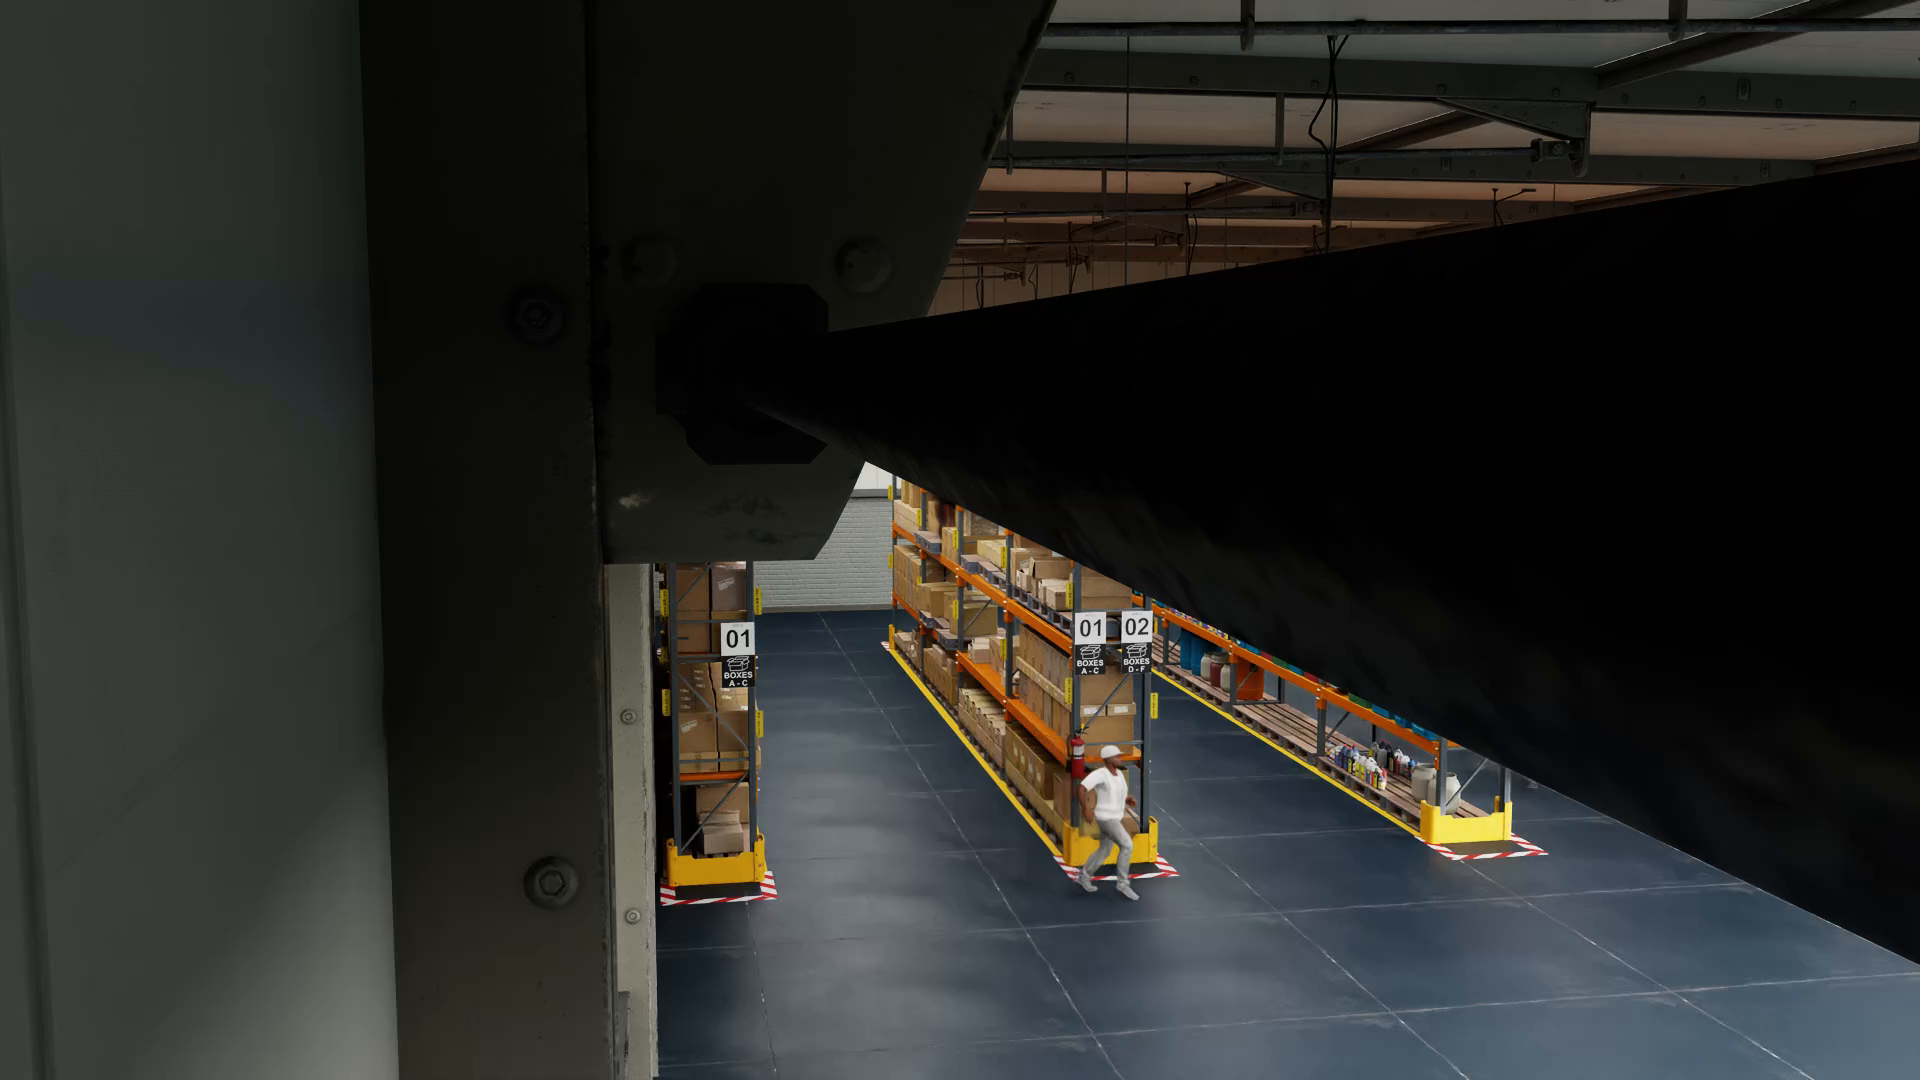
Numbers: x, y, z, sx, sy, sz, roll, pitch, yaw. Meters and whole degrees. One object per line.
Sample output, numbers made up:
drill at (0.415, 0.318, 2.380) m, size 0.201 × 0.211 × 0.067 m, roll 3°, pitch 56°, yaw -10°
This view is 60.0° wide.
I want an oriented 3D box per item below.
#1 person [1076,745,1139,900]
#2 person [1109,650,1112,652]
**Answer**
person at (1.814, 3.317, 19.755) m, size 0.805 × 1.749 × 0.713 m, roll 3°, pitch 7°, yaw 25°
person at (2.576, 2.222, 30.285) m, size 0.518 × 1.695 × 0.887 m, roll -2°, pitch 6°, yaw -14°
